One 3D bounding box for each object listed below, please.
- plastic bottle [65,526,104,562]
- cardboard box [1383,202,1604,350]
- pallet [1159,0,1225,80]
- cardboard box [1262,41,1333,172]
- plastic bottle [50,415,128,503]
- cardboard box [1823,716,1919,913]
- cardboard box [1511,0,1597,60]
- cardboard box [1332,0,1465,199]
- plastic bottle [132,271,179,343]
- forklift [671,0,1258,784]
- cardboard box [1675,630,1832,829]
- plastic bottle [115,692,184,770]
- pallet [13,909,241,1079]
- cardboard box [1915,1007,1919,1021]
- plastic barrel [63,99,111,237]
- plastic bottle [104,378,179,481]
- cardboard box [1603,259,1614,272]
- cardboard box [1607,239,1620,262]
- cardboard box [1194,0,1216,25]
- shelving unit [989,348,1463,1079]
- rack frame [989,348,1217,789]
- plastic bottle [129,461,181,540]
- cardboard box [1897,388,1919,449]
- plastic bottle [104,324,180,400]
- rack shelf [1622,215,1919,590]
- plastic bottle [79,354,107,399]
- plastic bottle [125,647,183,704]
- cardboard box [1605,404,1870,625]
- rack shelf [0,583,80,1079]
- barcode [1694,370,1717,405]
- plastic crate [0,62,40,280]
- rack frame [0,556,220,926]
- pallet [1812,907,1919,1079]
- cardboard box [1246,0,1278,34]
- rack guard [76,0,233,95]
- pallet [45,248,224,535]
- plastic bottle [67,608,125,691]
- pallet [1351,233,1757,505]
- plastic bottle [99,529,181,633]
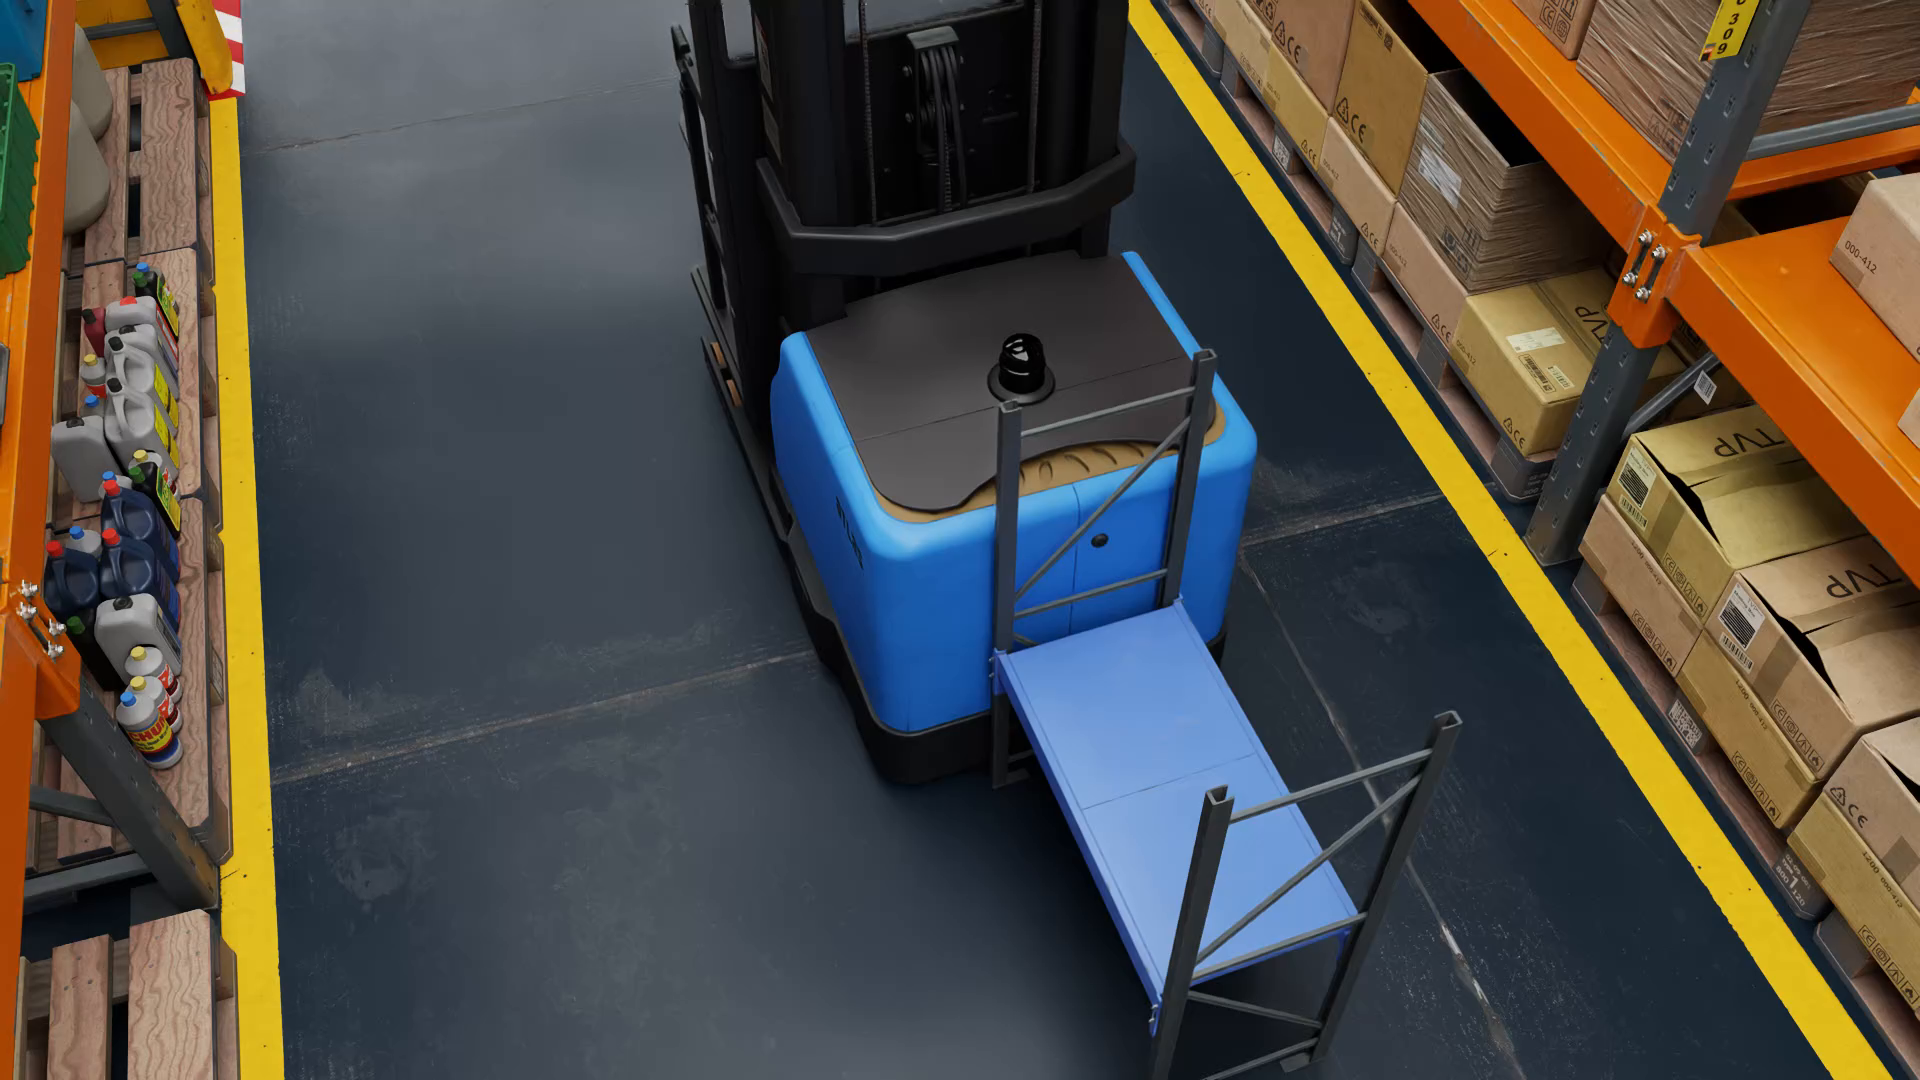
[{"bbox_3d":[-2.465,0.059,4.735,0.097,0.271,0.097,0,50,0],"label":"plastic bottle"},{"bbox_3d":[1.784,-0.939,5.604,0.500,0.250,0.500,-13,51,-11],"label":"cardboard box"},{"bbox_3d":[1.352,-2.507,7.226,1.003,0.211,1.213,-13,51,-11],"label":"pallet"},{"bbox_3d":[1.474,-1.666,6.217,0.500,0.250,0.500,-13,51,-11],"label":"cardboard box"},{"bbox_3d":[-2.622,-0.260,5.001,0.152,0.276,0.135,-13,51,-11],"label":"plastic bottle"},{"bbox_3d":[2.450,0.639,3.906,0.500,0.311,0.500,-15,51,-12],"label":"cardboard box"},{"bbox_3d":[1.969,-1.772,4.717,0.700,0.500,0.500,-14,51,-11],"label":"cardboard box"},{"bbox_3d":[1.634,-1.546,5.625,0.500,0.500,0.500,-13,51,-11],"label":"cardboard box"},{"bbox_3d":[-2.633,-0.781,5.435,0.061,0.283,0.133,-12,51,-10],"label":"plastic bottle"},{"bbox_3d":[-0.230,-1.426,4.535,1.130,2.935,3.031,-16,52,-13],"label":"forklift"},{"bbox_3d":[2.301,0.442,4.440,0.500,0.250,0.500,-12,51,-10],"label":"cardboard box"},{"bbox_3d":[-2.140,0.489,4.372,0.097,0.271,0.097,0,50,0],"label":"plastic bottle"},{"bbox_3d":[-2.195,1.547,3.808,1.003,0.211,1.213,-13,51,-11],"label":"pallet"},{"bbox_3d":[2.606,1.191,3.808,0.500,0.250,0.500,-12,51,-10],"label":"cardboard box"},{"bbox_3d":[-3.231,-1.342,5.772,0.421,0.512,0.421,0,50,0],"label":"plastic barrel"},{"bbox_3d":[-2.488,-0.336,5.016,0.144,0.351,0.185,-14,51,-11],"label":"plastic bottle"},{"bbox_3d":[2.278,-1.056,5.702,0.500,0.250,0.500,-13,51,-11],"label":"cardboard box"},{"bbox_3d":[2.275,-1.297,5.415,0.500,0.500,0.500,-13,51,-11],"label":"cardboard box"},{"bbox_3d":[1.183,-2.398,6.833,0.500,0.250,0.500,-13,51,-11],"label":"cardboard box"},{"bbox_3d":[0.496,0.504,3.844,0.538,1.500,1.048,-16,52,-13],"label":"shelving unit"},{"bbox_3d":[0.321,0.139,4.152,0.500,1.500,0.032,-16,52,-13],"label":"rack frame"},{"bbox_3d":[-2.371,-0.134,4.890,0.061,0.283,0.133,-11,51,-9],"label":"plastic bottle"},{"bbox_3d":[2.335,-0.259,3.671,0.380,0.149,0.250,-13,51,-11],"label":"cardboard box"},{"bbox_3d":[-2.596,-0.568,5.261,0.152,0.276,0.135,-15,51,-12],"label":"plastic bottle"},{"bbox_3d":[2.860,0.659,3.203,1.077,0.370,4.000,-13,51,-11],"label":"rack shelf"},{"bbox_3d":[-2.710,-0.502,5.254,0.097,0.201,0.097,0,50,0],"label":"plastic bottle"},{"bbox_3d":[-2.200,0.363,4.524,0.097,0.201,0.097,0,50,0],"label":"plastic bottle"},{"bbox_3d":[2.153,-0.105,4.534,0.500,0.311,0.500,-13,51,-11],"label":"cardboard box"},{"bbox_3d":[-1.873,1.776,2.261,1.077,0.370,4.000,-13,51,-11],"label":"rack shelf"},{"bbox_3d":[1.946,-0.399,4.343,0.001,0.075,0.075,-13,51,-11],"label":"barcode"},{"bbox_3d":[-2.596,-0.903,4.188,0.450,0.188,0.662,-13,51,-11],"label":"plastic crate"},{"bbox_3d":[-2.464,0.084,3.218,1.000,3.000,0.127,-13,51,-11],"label":"rack frame"},{"bbox_3d":[2.888,1.287,4.027,1.003,0.211,1.213,-13,51,-11],"label":"pallet"},{"bbox_3d":[1.342,-2.277,6.241,0.500,0.500,0.500,-13,51,-11],"label":"cardboard box"},{"bbox_3d":[-3.580,-1.987,6.598,1.175,0.500,0.348,-13,51,-11],"label":"rack guard"},{"bbox_3d":[-2.988,-0.410,5.458,1.003,0.211,1.213,-13,51,-11],"label":"pallet"},{"bbox_3d":[-2.363,0.280,4.541,0.061,0.283,0.133,-13,51,-11],"label":"plastic bottle"},{"bbox_3d":[2.073,-0.725,5.723,1.003,0.211,1.213,-13,51,-11],"label":"pallet"},{"bbox_3d":[-2.307,0.112,4.638,0.144,0.351,0.185,-12,51,-10],"label":"plastic bottle"}]
